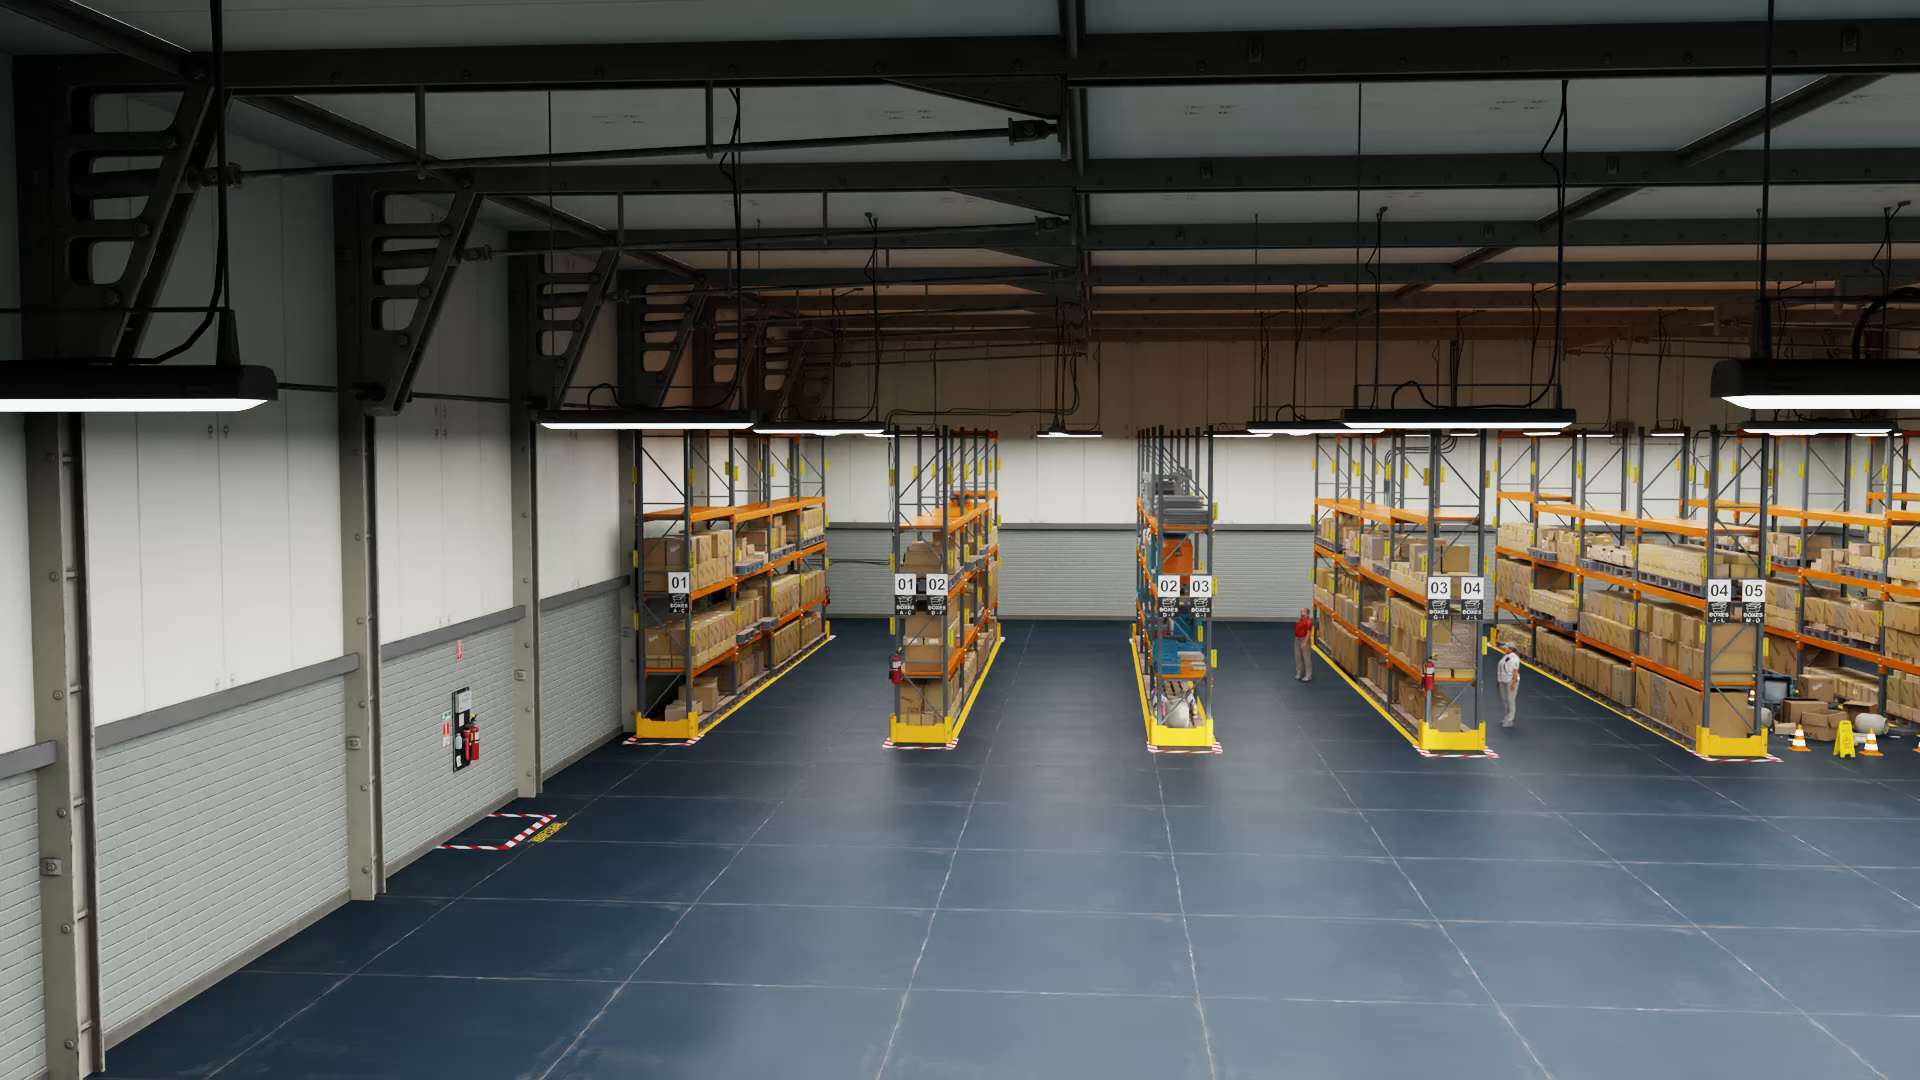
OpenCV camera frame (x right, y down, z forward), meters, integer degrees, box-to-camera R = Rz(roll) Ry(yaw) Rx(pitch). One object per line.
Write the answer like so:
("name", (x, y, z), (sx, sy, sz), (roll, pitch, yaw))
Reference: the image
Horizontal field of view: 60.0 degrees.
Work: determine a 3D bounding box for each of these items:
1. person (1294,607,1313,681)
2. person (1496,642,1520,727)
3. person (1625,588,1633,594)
("person", (8.191, 2.478, 39.770), (0.467, 1.737, 0.575), (-2, 4, -33))
("person", (10.996, 2.888, 33.440), (0.507, 1.683, 0.495), (-2, 4, -30))
("person", (18.291, 2.155, 45.496), (0.338, 1.683, 0.475), (2, 4, 35))
